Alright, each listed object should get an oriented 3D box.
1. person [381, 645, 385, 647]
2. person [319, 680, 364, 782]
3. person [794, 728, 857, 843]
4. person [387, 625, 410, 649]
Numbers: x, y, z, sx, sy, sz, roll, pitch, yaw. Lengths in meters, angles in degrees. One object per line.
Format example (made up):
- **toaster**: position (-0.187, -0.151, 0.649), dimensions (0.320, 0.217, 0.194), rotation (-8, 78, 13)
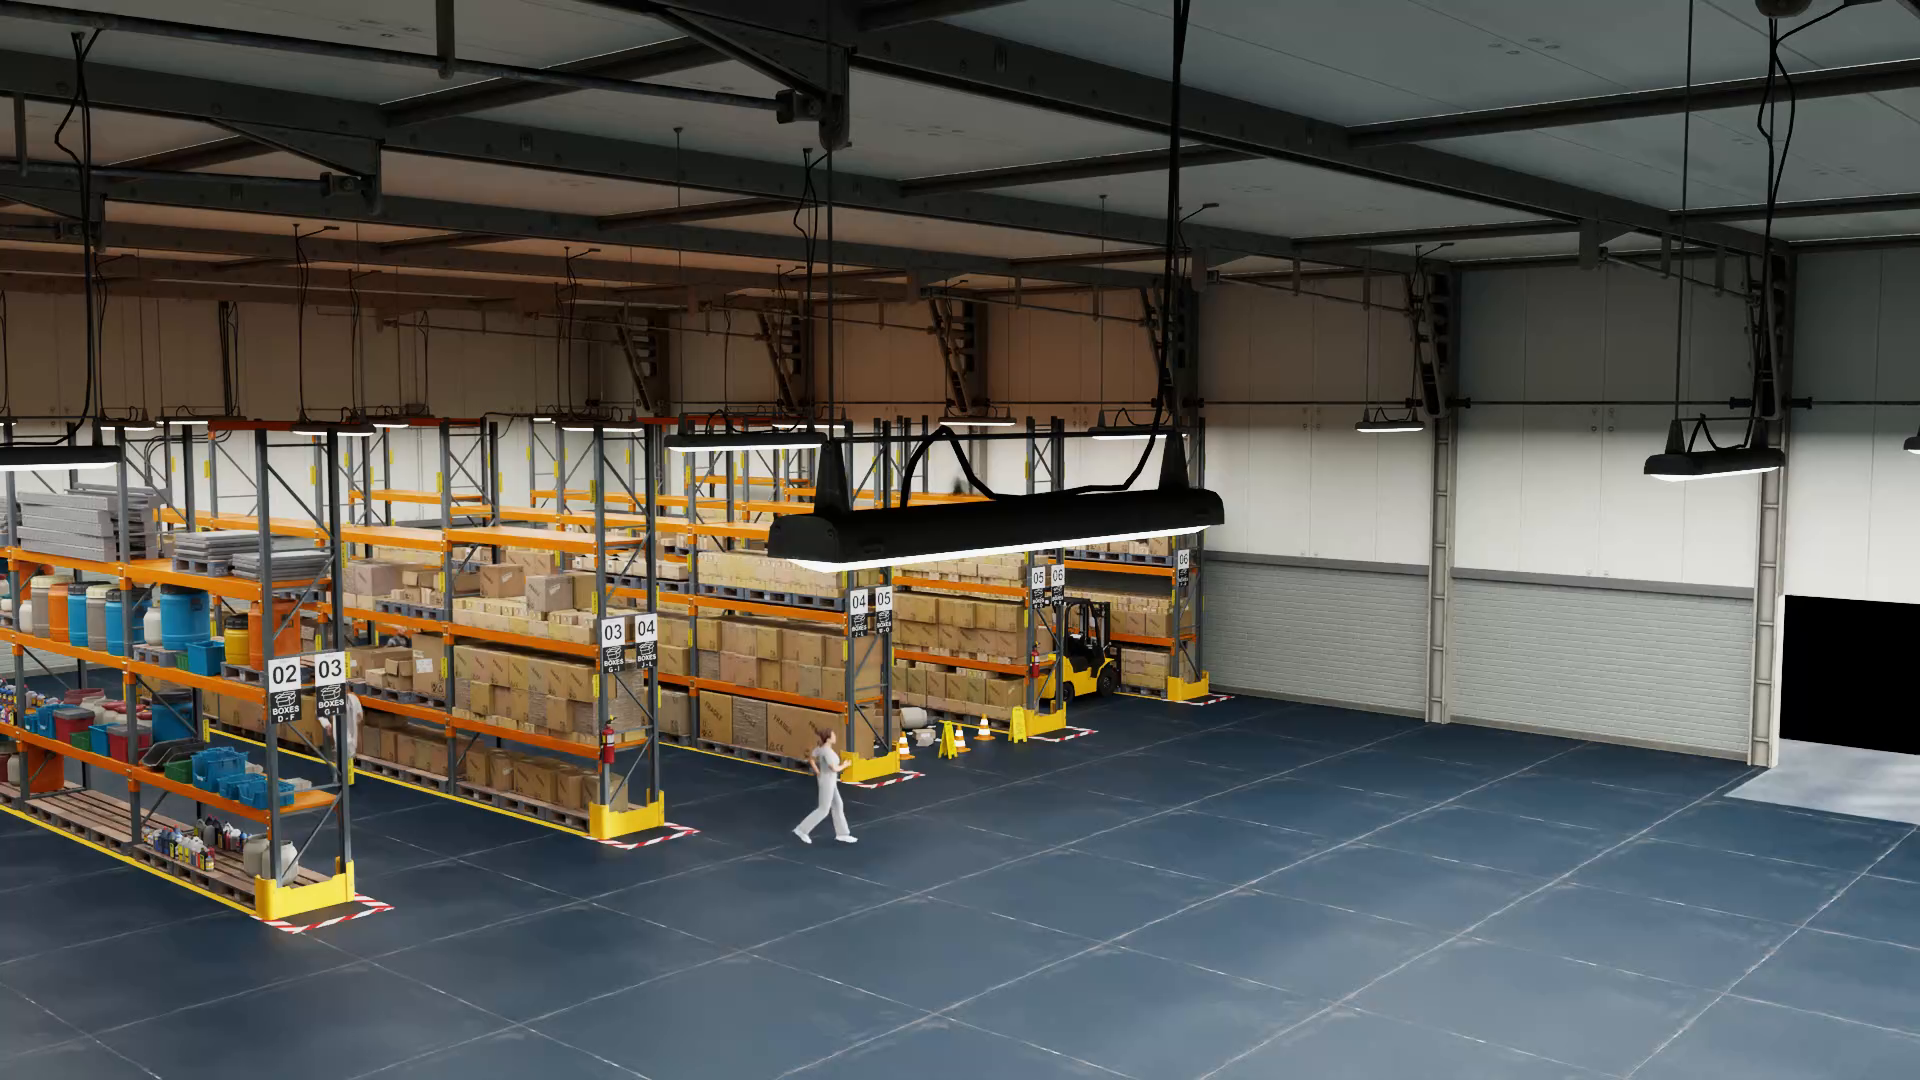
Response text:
- **person**: position (-11.287, 2.840, 32.562), dimensions (0.576, 1.564, 0.518), rotation (3, 6, 32)
- **person**: position (-10.061, 3.187, 27.234), dimensions (0.765, 1.794, 0.675), rotation (3, 5, 29)
- **person**: position (-1.917, 3.511, 23.667), dimensions (0.924, 1.669, 0.575), rotation (-1, 5, -14)
- **person**: position (-11.684, 2.605, 34.573), dimensions (0.933, 1.714, 0.649), rotation (4, 6, 39)
